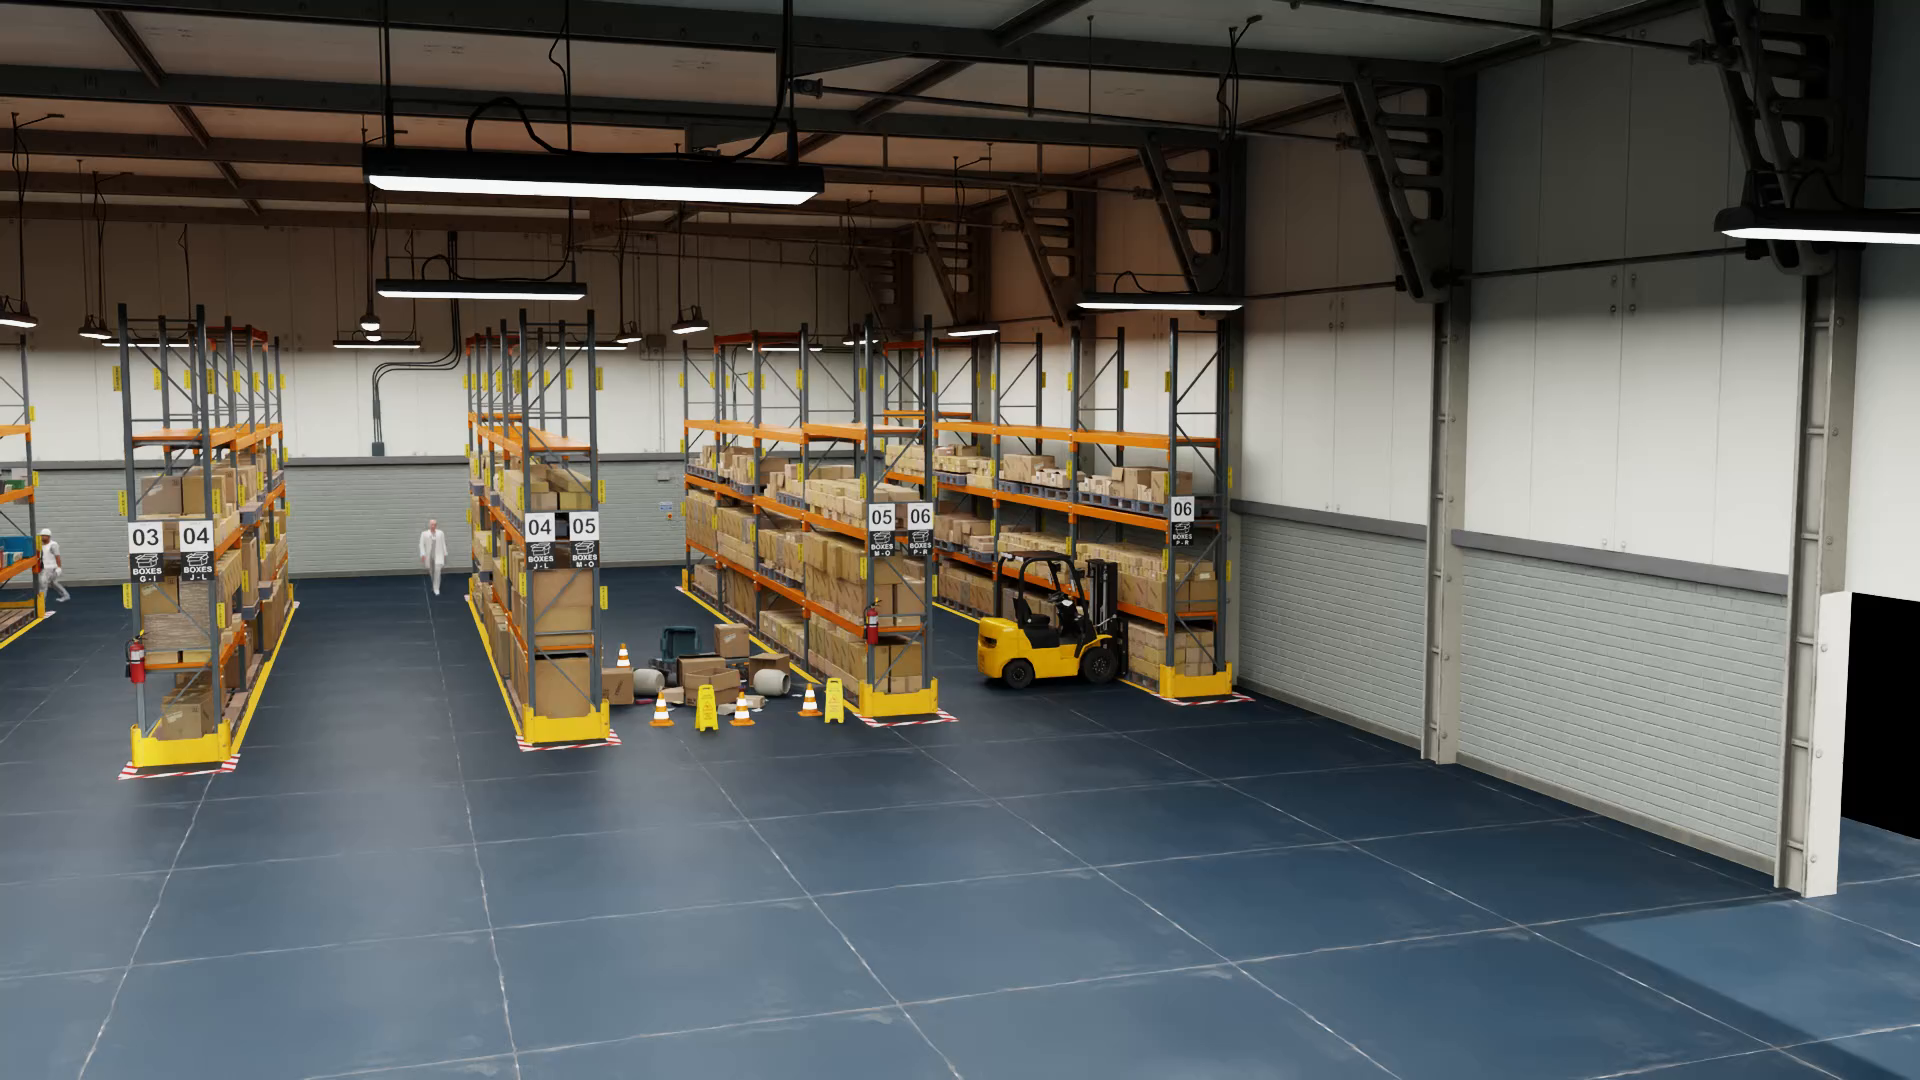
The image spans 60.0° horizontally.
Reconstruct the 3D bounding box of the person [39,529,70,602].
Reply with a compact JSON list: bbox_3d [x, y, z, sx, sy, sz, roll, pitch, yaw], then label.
[{"bbox_3d":[-20.351,0.621,37.112,0.569,1.755,1.050,3,6,26],"label":"person"}]

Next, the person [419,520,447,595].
[{"bbox_3d":[-12.479,0.388,39.293,0.568,1.726,1.032,0,5,-2],"label":"person"}]
